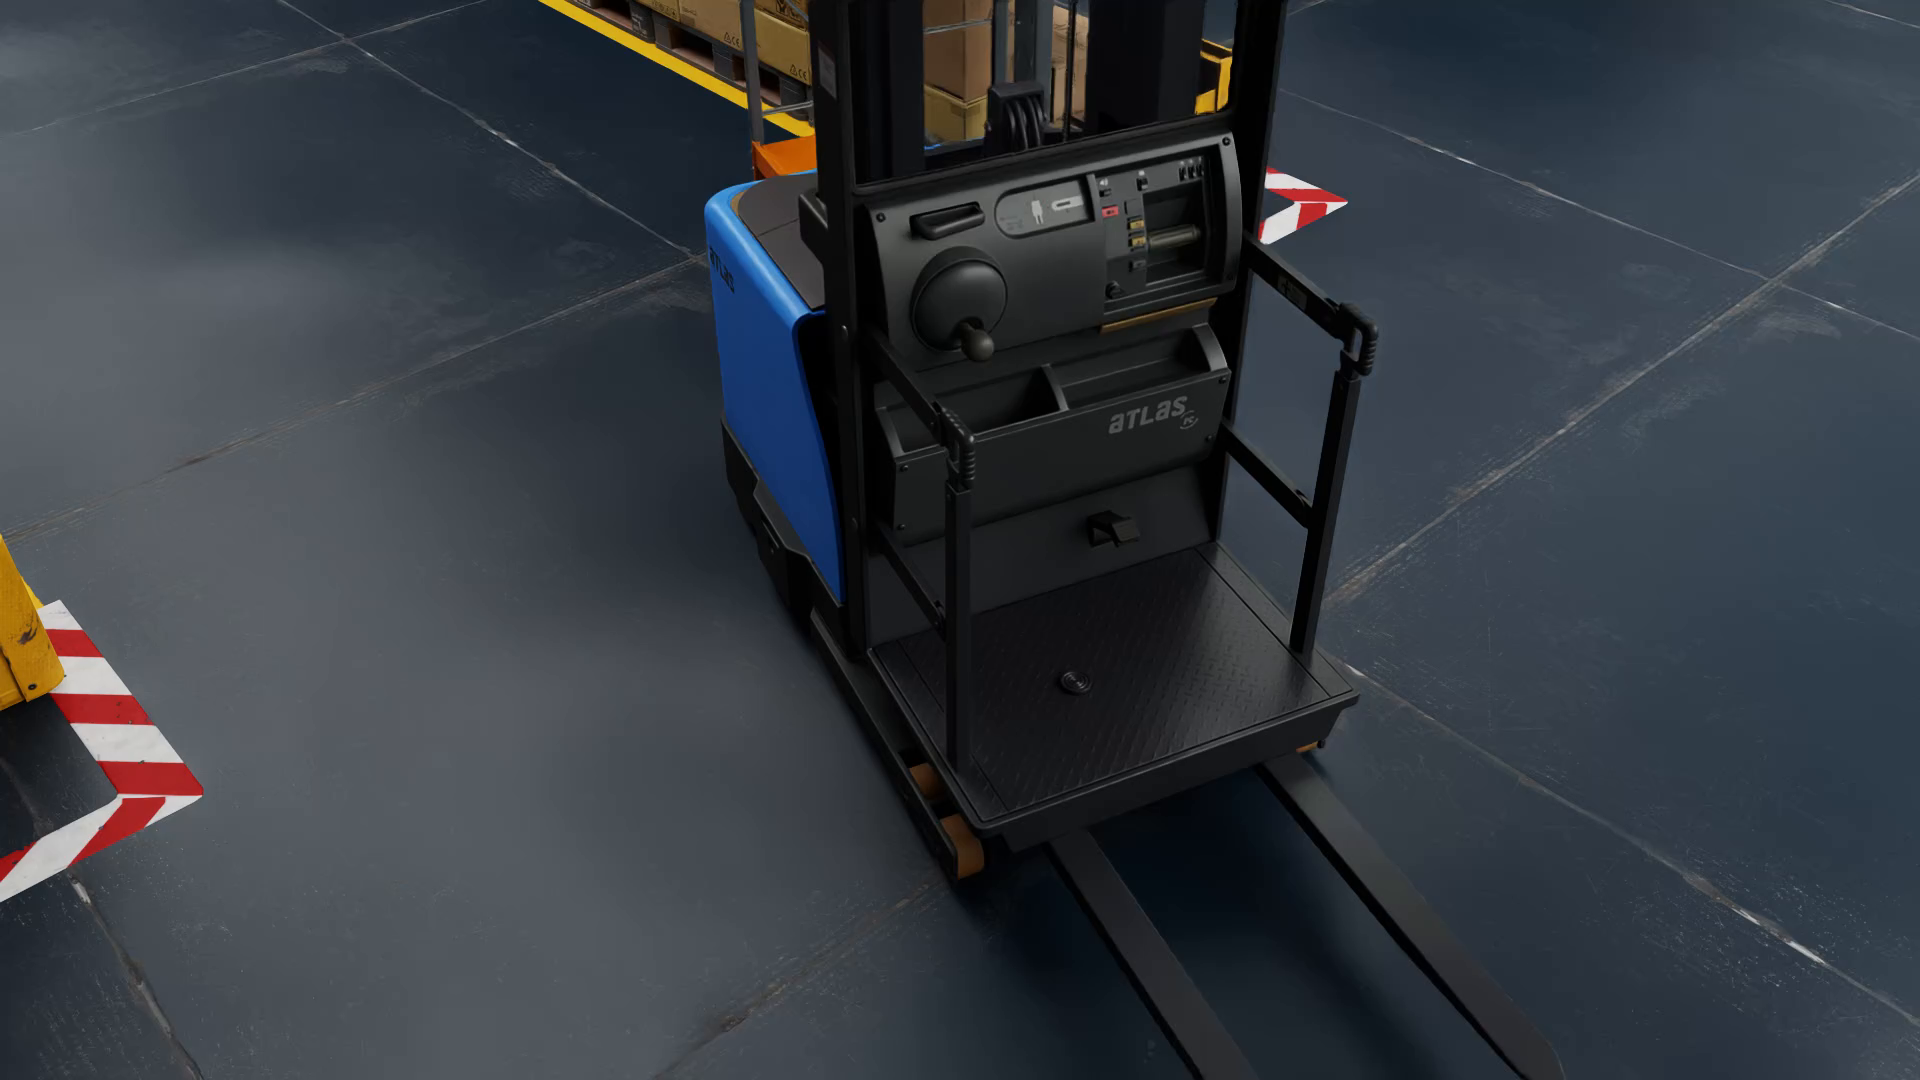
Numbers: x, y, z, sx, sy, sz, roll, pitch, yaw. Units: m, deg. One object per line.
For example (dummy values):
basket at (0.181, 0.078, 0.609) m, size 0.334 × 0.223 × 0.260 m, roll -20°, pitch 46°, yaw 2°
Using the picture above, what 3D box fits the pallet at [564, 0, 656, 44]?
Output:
pallet at (-1.585, -3.047, 8.855) m, size 1.003 × 0.211 × 1.213 m, roll -30°, pitch 48°, yaw -32°

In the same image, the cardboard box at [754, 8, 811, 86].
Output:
cardboard box at (-0.654, -2.340, 7.614) m, size 0.500 × 0.250 × 0.500 m, roll -30°, pitch 48°, yaw -32°

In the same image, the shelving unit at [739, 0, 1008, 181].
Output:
shelving unit at (-0.310, -1.290, 5.653) m, size 0.587 × 1.500 × 1.083 m, roll -16°, pitch 42°, yaw -19°

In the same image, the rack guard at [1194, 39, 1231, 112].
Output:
rack guard at (0.629, -1.683, 6.936) m, size 1.175 × 0.500 × 0.348 m, roll -30°, pitch 48°, yaw -32°

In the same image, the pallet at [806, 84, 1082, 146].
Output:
pallet at (0.065, -1.918, 7.457) m, size 1.003 × 0.211 × 1.213 m, roll -30°, pitch 48°, yaw -32°

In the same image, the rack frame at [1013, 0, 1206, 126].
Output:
rack frame at (0.613, -2.667, 6.164) m, size 1.000 × 3.000 × 0.127 m, roll -30°, pitch 48°, yaw -32°

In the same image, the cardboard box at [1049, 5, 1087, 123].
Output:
cardboard box at (0.414, -2.103, 7.321) m, size 0.500 × 0.250 × 0.500 m, roll -30°, pitch 48°, yaw -32°

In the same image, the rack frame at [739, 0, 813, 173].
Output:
rack frame at (-0.522, -1.574, 6.005) m, size 0.500 × 1.500 × 0.032 m, roll -16°, pitch 42°, yaw -19°

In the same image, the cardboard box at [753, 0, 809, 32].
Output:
cardboard box at (-0.656, -2.630, 7.377) m, size 0.500 × 0.500 × 0.500 m, roll -30°, pitch 48°, yaw -32°

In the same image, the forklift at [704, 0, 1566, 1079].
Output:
forklift at (0.329, -0.604, 3.665) m, size 1.130 × 2.935 × 3.031 m, roll -16°, pitch 42°, yaw -19°

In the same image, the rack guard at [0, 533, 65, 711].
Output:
rack guard at (-3.085, 0.378, 4.385) m, size 1.175 × 0.500 × 0.348 m, roll -30°, pitch 48°, yaw -32°

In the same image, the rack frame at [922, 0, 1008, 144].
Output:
rack frame at (-0.090, -0.996, 5.289) m, size 0.500 × 1.500 × 0.032 m, roll -16°, pitch 42°, yaw -19°

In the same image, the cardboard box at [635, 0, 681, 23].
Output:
cardboard box at (-1.333, -2.801, 8.185) m, size 0.500 × 0.250 × 0.500 m, roll -30°, pitch 48°, yaw -32°

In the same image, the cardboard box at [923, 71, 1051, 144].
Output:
cardboard box at (0.033, -1.883, 7.048) m, size 0.500 × 0.250 × 0.500 m, roll -30°, pitch 48°, yaw -32°

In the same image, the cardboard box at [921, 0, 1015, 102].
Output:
cardboard box at (0.031, -2.174, 6.811) m, size 0.500 × 0.500 × 0.500 m, roll -30°, pitch 48°, yaw -32°

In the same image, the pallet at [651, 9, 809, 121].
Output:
pallet at (-0.756, -2.482, 8.155) m, size 1.003 × 0.211 × 1.213 m, roll -30°, pitch 48°, yaw -32°

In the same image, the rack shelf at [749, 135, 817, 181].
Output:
rack shelf at (-0.306, -1.145, 5.760) m, size 0.538 × 0.185 × 1.000 m, roll -16°, pitch 42°, yaw -19°

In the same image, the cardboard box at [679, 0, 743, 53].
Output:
cardboard box at (-0.991, -2.572, 7.901) m, size 0.500 × 0.250 × 0.500 m, roll -30°, pitch 48°, yaw -32°

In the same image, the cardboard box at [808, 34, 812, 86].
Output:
cardboard box at (-0.314, -2.109, 7.328) m, size 0.500 × 0.250 × 0.500 m, roll -30°, pitch 48°, yaw -32°
